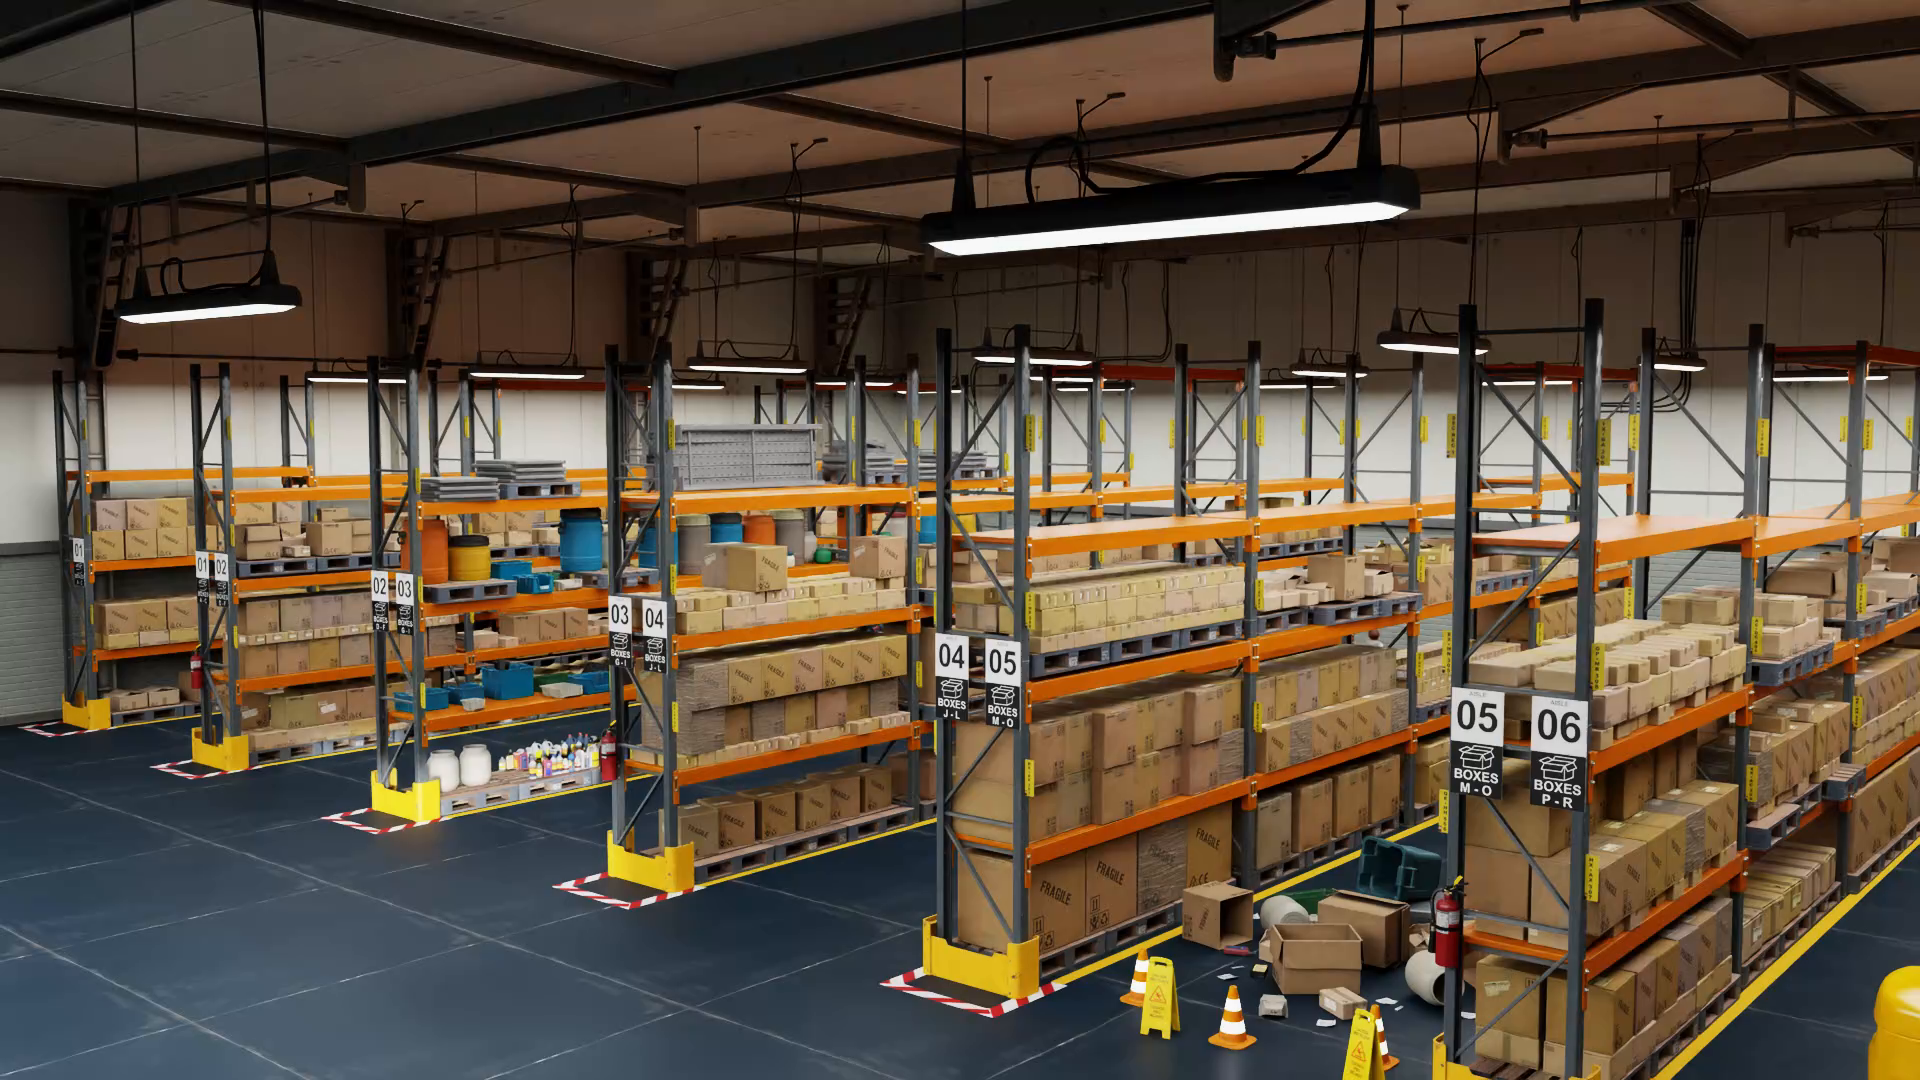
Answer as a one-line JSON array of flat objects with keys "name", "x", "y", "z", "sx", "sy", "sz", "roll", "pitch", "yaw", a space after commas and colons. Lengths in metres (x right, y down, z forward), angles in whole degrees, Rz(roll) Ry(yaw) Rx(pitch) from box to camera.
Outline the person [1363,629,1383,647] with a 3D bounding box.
[{"name": "person", "x": 7.123, "y": 2.309, "z": 28.671, "sx": 0.462, "sy": 1.587, "sz": 0.480, "roll": 3, "pitch": 5, "yaw": 39}]
